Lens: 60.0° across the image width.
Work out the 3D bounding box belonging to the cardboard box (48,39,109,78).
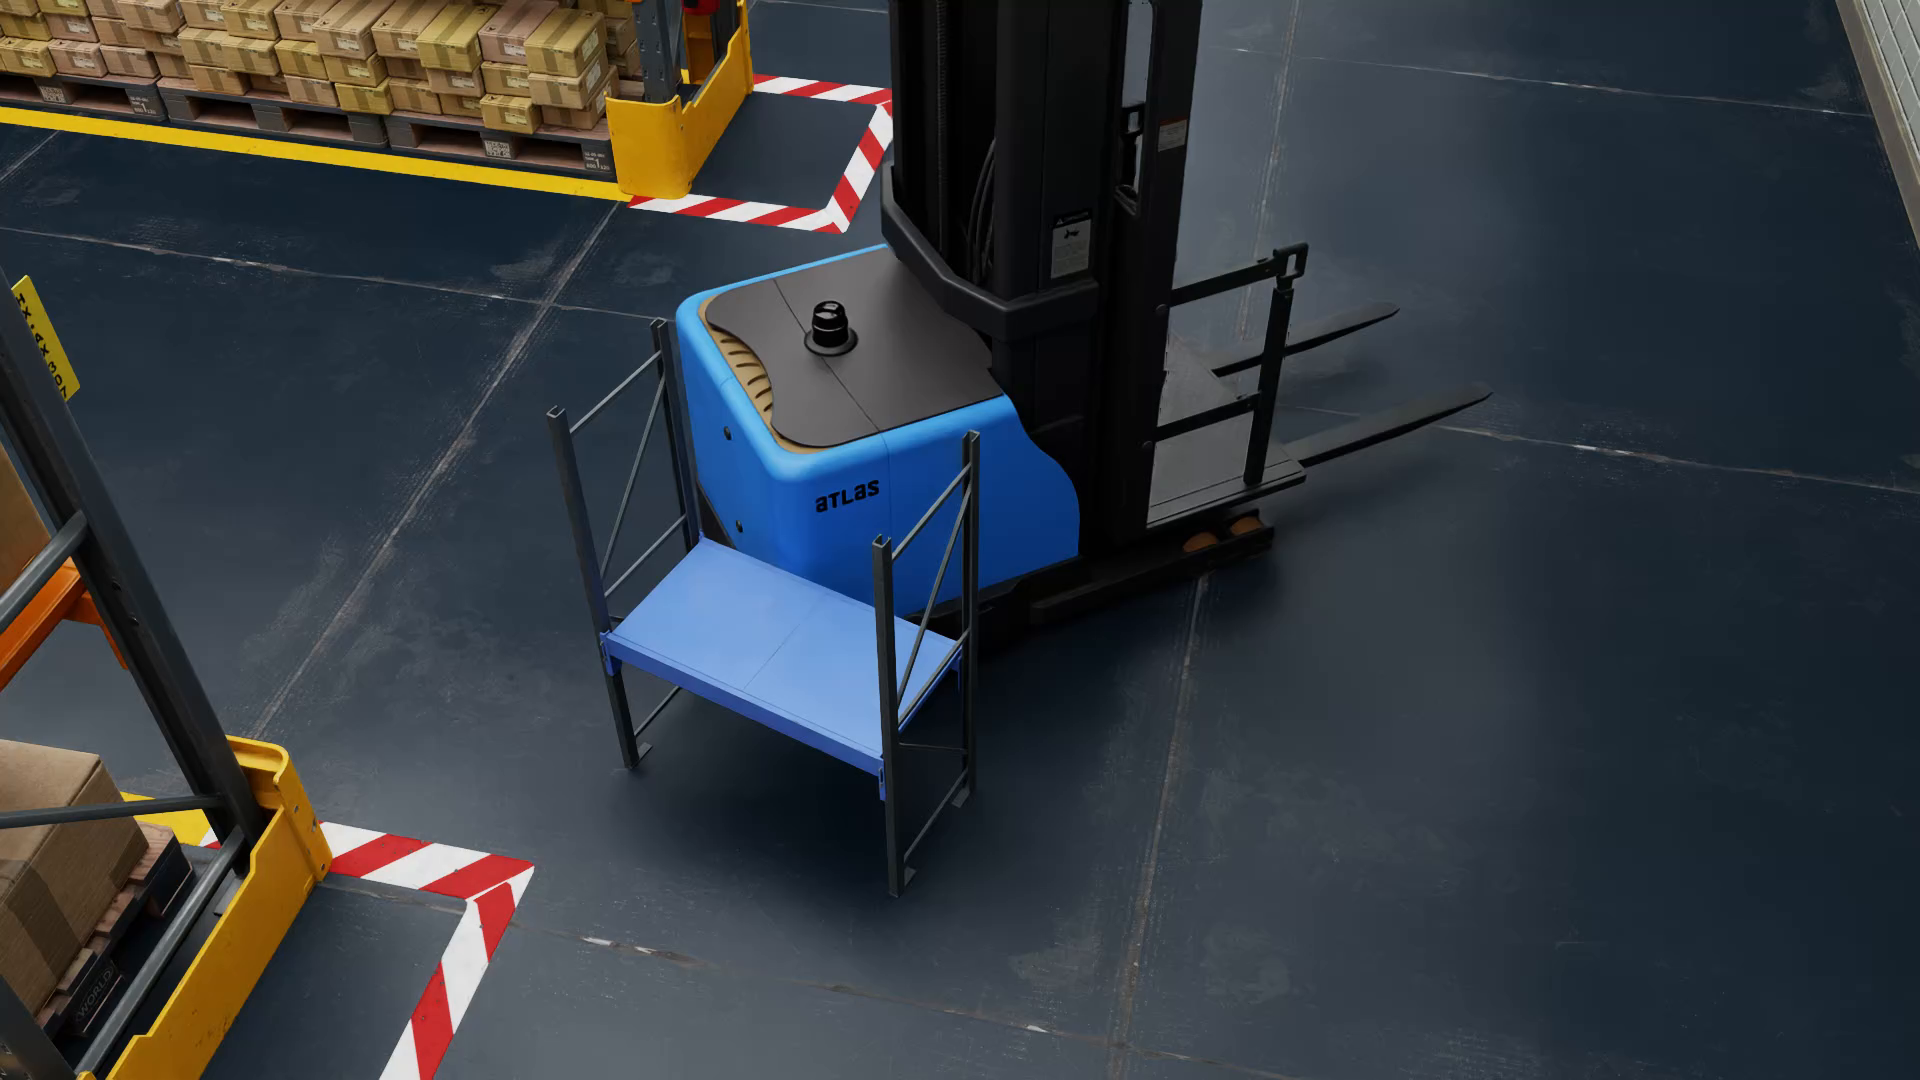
[{"bbox_3d":[-4.392,-2.520,8.458,0.250,0.149,0.380,9,45,9],"label":"cardboard box"}]

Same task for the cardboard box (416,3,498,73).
[{"bbox_3d":[-2.372,-2.382,7.886,0.250,0.149,0.380,8,44,8],"label":"cardboard box"}]

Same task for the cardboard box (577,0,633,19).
[{"bbox_3d":[-1.724,-2.753,8.271,0.250,0.149,0.380,7,44,7],"label":"cardboard box"}]

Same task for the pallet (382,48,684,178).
[{"bbox_3d":[-2.146,-2.259,8.445,1.213,0.211,1.003,9,45,9],"label":"pallet"}]

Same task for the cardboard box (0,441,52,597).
[{"bbox_3d":[-2.675,-0.043,4.060,0.500,0.500,0.500,9,45,9],"label":"cardboard box"}]

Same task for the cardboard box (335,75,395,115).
[{"bbox_3d":[-2.865,-2.261,8.189,0.250,0.149,0.380,7,44,7],"label":"cardboard box"}]

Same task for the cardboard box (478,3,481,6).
[{"bbox_3d":[-2.482,-2.759,8.492,0.250,0.149,0.380,10,45,10],"label":"cardboard box"}]

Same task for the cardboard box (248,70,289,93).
[{"bbox_3d":[-3.357,-2.405,8.339,0.250,0.149,0.380,10,45,10],"label":"cardboard box"}]

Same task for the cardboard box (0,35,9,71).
[{"bbox_3d":[-4.905,-2.562,8.502,0.250,0.149,0.380,7,44,7],"label":"cardboard box"}]

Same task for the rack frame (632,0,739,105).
[{"bbox_3d":[-1.287,-3.105,7.313,0.127,3.000,1.000,9,45,9],"label":"rack frame"}]

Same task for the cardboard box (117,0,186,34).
[{"bbox_3d":[-3.896,-2.652,8.167,0.250,0.149,0.380,10,45,10],"label":"cardboard box"}]

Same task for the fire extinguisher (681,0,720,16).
[{"bbox_3d":[-1.142,-2.592,7.105,0.183,0.674,0.296,9,45,9],"label":"fire extinguisher"}]

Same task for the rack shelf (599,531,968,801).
[{"bbox_3d":[-0.526,0.361,5.053,1.000,0.185,0.538,21,48,21],"label":"rack shelf"}]

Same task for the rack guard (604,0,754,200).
[{"bbox_3d":[-1.361,-2.216,8.192,0.348,0.500,1.175,9,45,9],"label":"rack guard"}]

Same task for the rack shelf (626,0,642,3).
[{"bbox_3d":[-3.239,-3.149,7.877,4.000,0.370,1.077,9,45,9],"label":"rack shelf"}]

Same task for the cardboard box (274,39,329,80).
[{"bbox_3d":[-3.126,-2.422,8.142,0.250,0.149,0.380,11,45,11],"label":"cardboard box"}]

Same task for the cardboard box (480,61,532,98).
[{"bbox_3d":[-2.108,-2.299,8.014,0.250,0.149,0.380,8,44,8],"label":"cardboard box"}]

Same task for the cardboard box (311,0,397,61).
[{"bbox_3d":[-2.885,-2.468,7.975,0.250,0.149,0.380,10,45,11],"label":"cardboard box"}]

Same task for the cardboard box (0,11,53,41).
[{"bbox_3d":[-4.640,-2.693,8.423,0.250,0.149,0.380,9,45,9],"label":"cardboard box"}]

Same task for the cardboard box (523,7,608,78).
[{"bbox_3d":[-1.859,-2.352,7.855,0.250,0.149,0.380,9,45,10],"label":"cardboard box"}]

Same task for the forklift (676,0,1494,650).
[{"bbox_3d":[0.593,-1.233,5.418,3.031,2.935,1.130,-18,47,-18],"label":"forklift"}]

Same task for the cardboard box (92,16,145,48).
[{"bbox_3d":[-4.132,-2.638,8.366,0.250,0.149,0.380,7,44,7],"label":"cardboard box"}]

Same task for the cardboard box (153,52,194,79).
[{"bbox_3d":[-3.863,-2.498,8.435,0.250,0.149,0.380,7,44,7],"label":"cardboard box"}]

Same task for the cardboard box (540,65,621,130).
[{"bbox_3d":[-1.846,-2.168,8.092,0.250,0.149,0.380,10,45,10],"label":"cardboard box"}]

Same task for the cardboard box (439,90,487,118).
[{"bbox_3d":[-2.358,-2.237,8.164,0.250,0.149,0.380,9,45,9],"label":"cardboard box"}]

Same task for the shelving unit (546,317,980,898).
[{"bbox_3d":[-0.526,0.231,4.928,1.048,1.500,0.538,21,48,21],"label":"shelving unit"}]

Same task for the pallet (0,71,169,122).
[{"bbox_3d":[-4.527,-2.628,8.829,1.213,0.211,1.003,9,45,9],"label":"pallet"}]

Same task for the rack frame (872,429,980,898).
[{"bbox_3d":[-0.082,0.404,4.749,0.032,1.500,0.500,21,48,21],"label":"rack frame"}]

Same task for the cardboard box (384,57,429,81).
[{"bbox_3d":[-2.612,-2.411,8.130,0.250,0.149,0.380,8,45,9],"label":"cardboard box"}]

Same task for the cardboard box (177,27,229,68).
[{"bbox_3d":[-3.636,-2.499,8.222,0.250,0.149,0.380,9,45,9],"label":"cardboard box"}]

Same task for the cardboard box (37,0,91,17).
[{"bbox_3d":[-4.386,-2.770,8.289,0.250,0.149,0.380,8,45,8],"label":"cardboard box"}]

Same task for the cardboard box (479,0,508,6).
[{"bbox_3d":[-2.237,-2.838,8.360,0.250,0.149,0.380,9,45,9],"label":"cardboard box"}]

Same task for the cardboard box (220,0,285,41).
[{"bbox_3d":[-3.380,-2.603,8.115,0.250,0.149,0.380,9,45,9],"label":"cardboard box"}]
